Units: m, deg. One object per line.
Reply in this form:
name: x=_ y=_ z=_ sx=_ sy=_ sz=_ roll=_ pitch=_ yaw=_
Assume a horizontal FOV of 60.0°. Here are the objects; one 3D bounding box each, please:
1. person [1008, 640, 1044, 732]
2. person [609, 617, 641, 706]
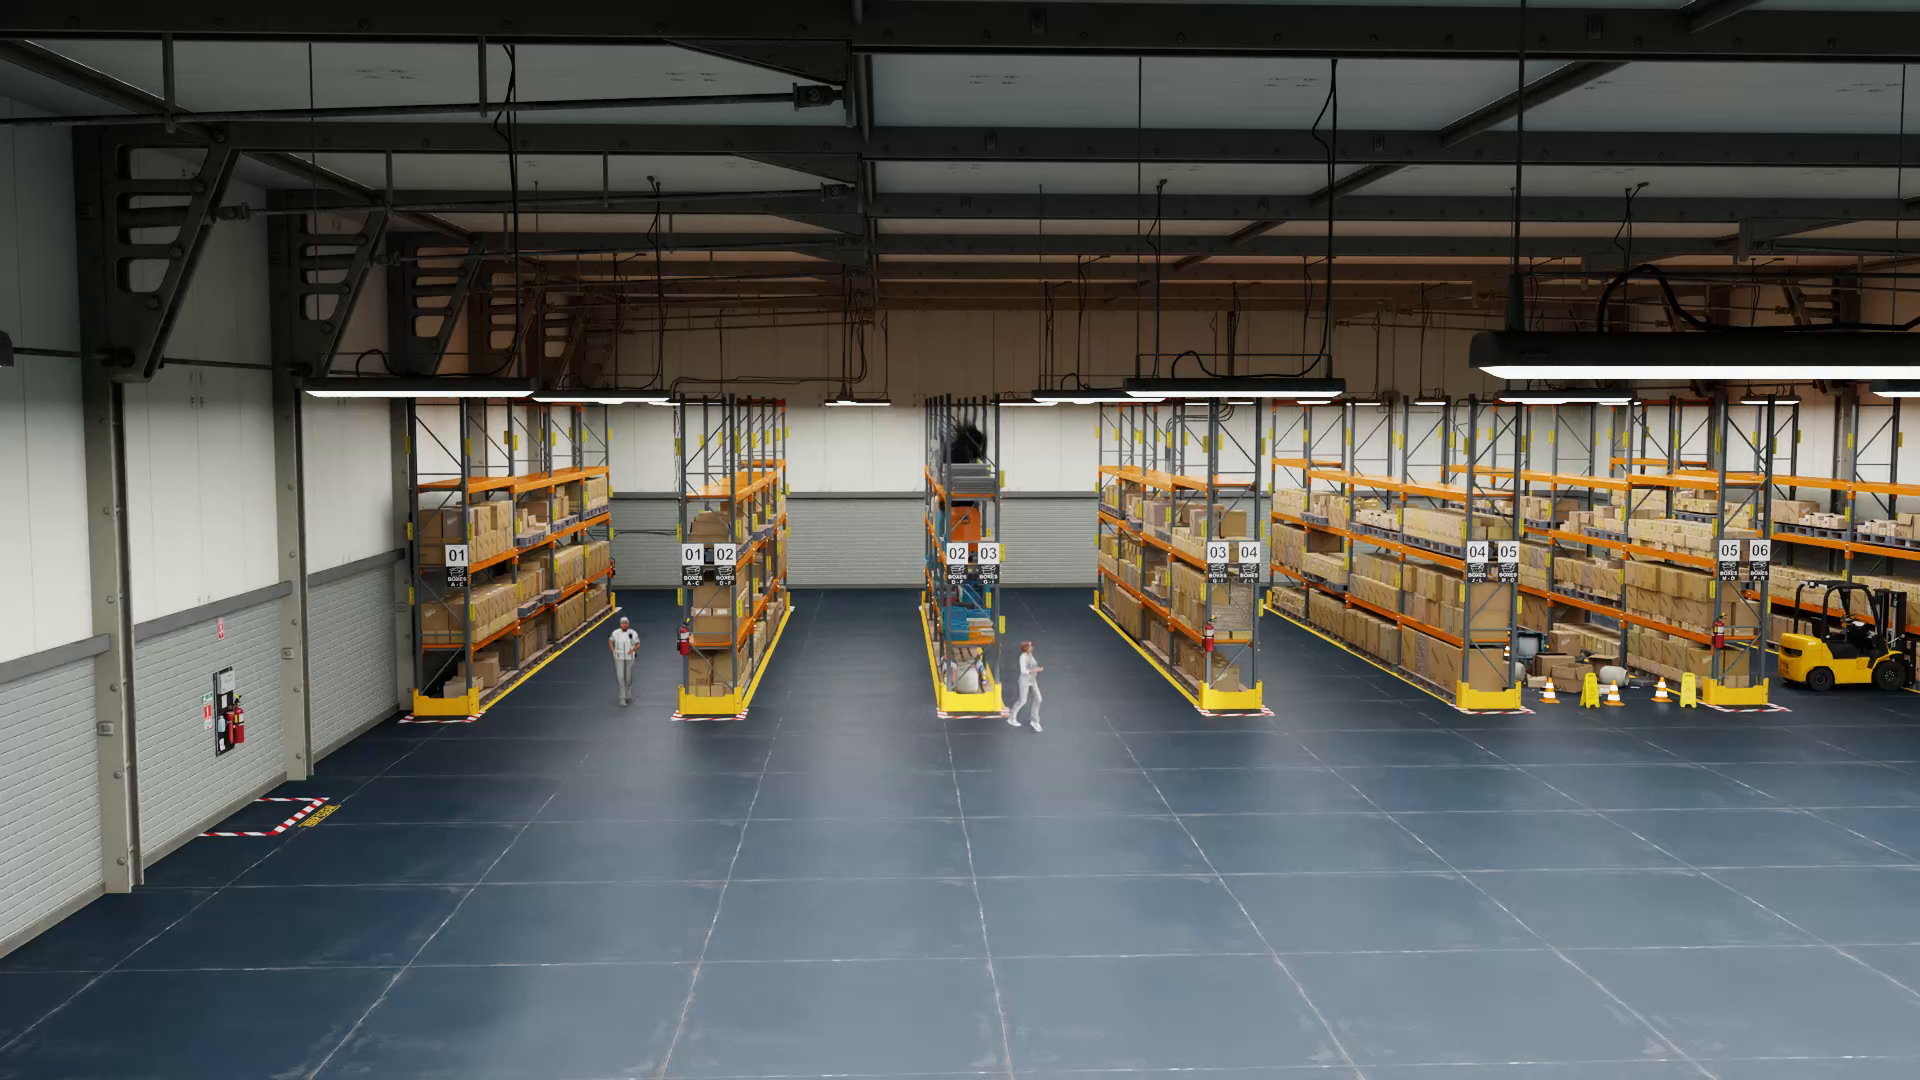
person: x=1.155 y=2.591 z=29.538 sx=0.706 sy=1.623 sz=0.510 roll=3 pitch=5 yaw=32
person: x=-6.523 y=2.339 z=32.390 sx=0.605 sy=1.695 sz=0.817 roll=-1 pitch=5 yaw=-12
